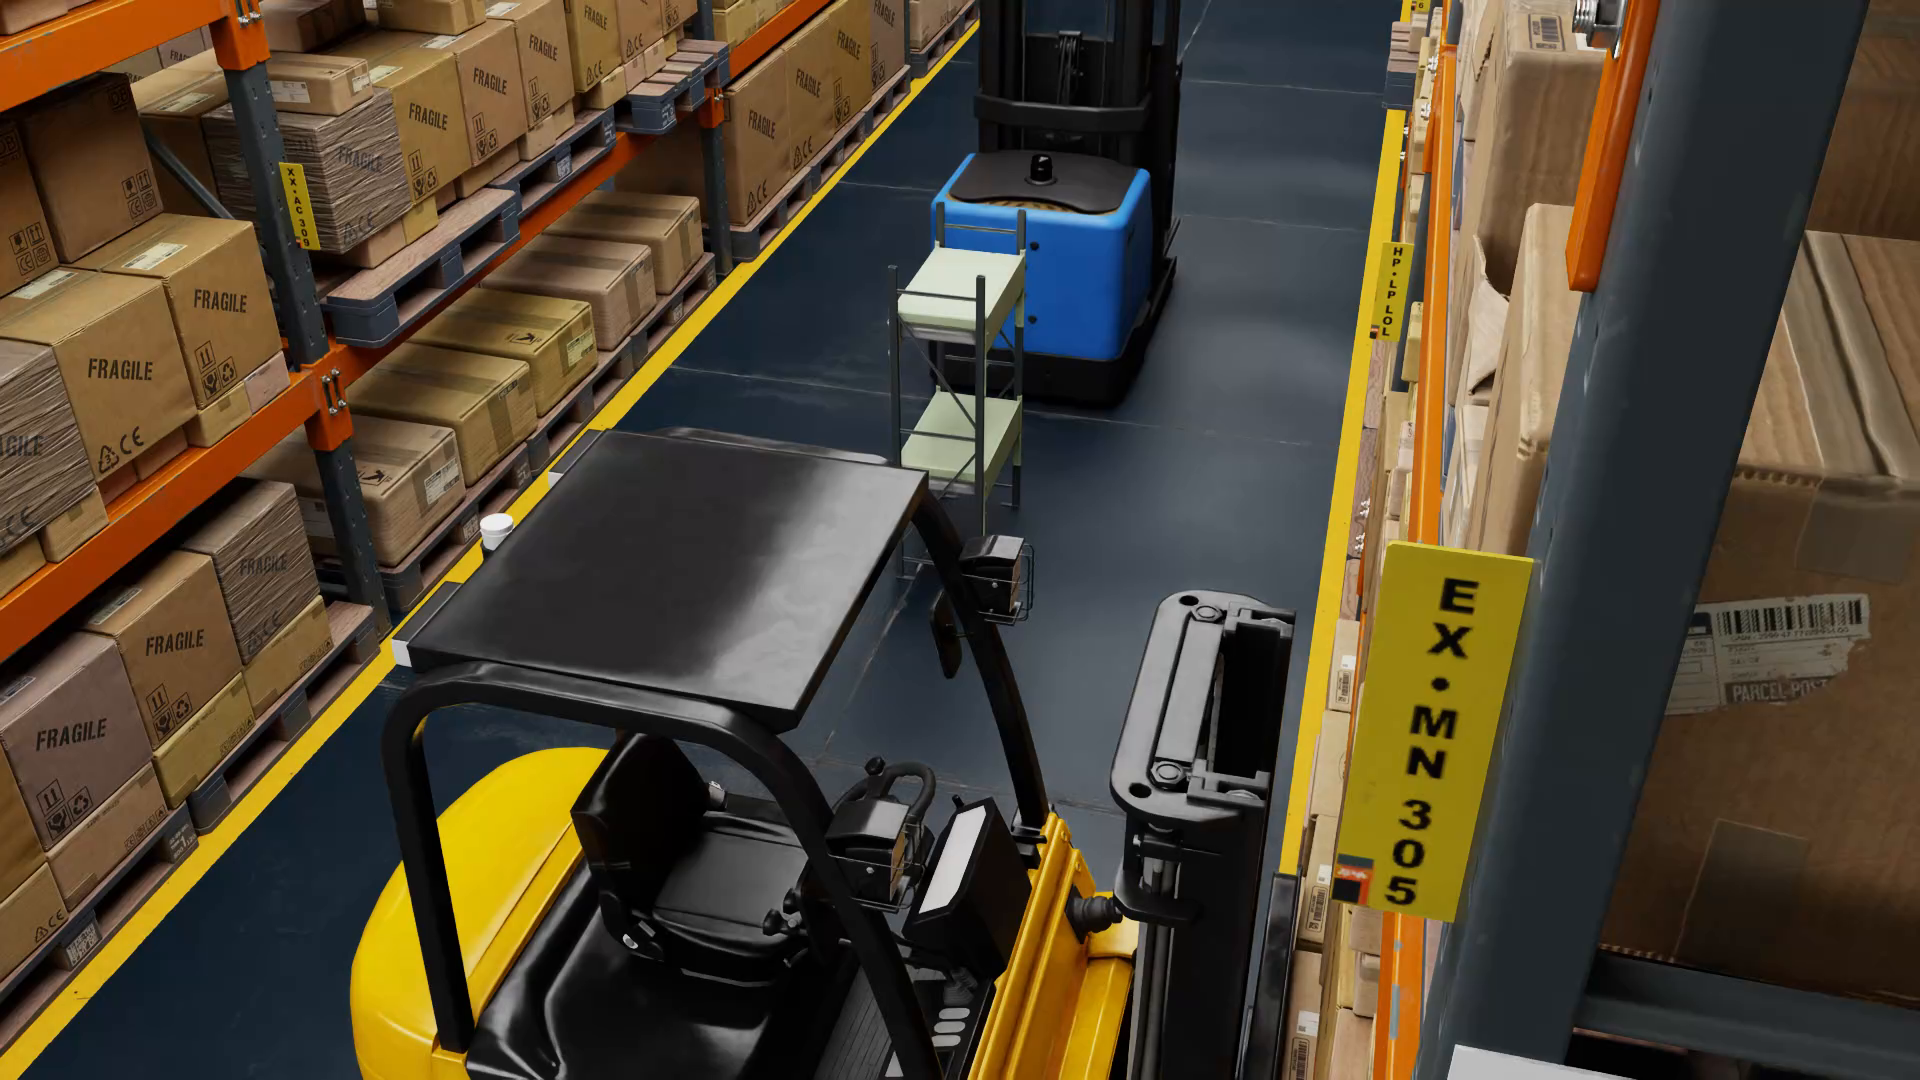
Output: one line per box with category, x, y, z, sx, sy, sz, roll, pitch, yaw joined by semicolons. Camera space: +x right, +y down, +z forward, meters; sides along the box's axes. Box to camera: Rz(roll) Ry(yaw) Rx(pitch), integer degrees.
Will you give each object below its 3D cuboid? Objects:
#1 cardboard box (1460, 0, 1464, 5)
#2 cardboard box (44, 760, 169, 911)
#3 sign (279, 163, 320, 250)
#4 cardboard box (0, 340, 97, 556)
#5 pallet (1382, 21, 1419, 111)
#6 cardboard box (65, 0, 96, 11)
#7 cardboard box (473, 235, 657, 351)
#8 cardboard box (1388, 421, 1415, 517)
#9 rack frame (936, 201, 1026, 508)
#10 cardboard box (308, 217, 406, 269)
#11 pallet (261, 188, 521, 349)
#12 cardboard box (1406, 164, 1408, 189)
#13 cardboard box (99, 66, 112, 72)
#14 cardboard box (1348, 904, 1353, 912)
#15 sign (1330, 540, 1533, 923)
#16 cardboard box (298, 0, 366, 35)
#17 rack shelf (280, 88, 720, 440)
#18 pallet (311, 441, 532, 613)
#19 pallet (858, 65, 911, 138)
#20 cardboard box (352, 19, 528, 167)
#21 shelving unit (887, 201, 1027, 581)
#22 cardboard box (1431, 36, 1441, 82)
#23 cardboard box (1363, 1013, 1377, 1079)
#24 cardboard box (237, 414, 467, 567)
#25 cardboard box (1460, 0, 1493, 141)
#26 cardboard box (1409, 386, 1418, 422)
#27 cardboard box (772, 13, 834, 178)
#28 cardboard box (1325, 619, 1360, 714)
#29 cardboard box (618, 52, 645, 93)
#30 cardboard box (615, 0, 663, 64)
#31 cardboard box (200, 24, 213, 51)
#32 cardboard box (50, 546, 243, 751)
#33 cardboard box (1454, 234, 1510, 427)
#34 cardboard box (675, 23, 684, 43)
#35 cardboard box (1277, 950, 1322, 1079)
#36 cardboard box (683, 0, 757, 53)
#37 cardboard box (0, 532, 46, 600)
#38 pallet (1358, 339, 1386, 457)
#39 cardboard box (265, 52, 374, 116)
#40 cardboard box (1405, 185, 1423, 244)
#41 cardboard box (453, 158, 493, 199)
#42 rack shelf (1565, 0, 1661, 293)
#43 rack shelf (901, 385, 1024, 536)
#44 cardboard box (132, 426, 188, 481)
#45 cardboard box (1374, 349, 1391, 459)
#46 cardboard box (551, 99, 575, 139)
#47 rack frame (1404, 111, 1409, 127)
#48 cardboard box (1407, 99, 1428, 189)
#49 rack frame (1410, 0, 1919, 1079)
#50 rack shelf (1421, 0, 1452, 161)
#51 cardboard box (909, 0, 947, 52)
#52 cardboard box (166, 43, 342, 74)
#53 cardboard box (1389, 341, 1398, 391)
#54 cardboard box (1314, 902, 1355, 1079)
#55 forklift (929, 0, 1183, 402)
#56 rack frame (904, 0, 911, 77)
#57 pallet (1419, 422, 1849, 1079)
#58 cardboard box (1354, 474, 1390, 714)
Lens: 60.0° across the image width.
cardboard box;1.461;-1.431;4.159;0.380;0.149;0.250;9;33;13
cardboard box;-3.083;0.950;5.631;0.500;0.250;0.500;9;33;13
sign;-2.407;-1.213;6.055;0.100;0.325;0.005;8;33;12
cardboard box;-3.057;-0.283;5.029;0.500;0.500;0.500;9;34;14
pallet;2.988;-2.600;9.222;1.213;0.211;1.003;8;33;12
cardboard box;-2.868;-1.753;5.150;0.380;0.149;0.250;8;33;13
cardboard box;-2.251;-1.386;9.192;0.950;0.372;0.625;7;33;11
cardboard box;1.301;-0.159;4.229;0.380;0.149;0.250;9;33;13
rack frame;0.091;-0.819;7.641;0.400;1.500;0.023;8;33;12
cardboard box;-2.488;-1.233;6.736;0.380;0.149;0.250;8;33;13
pallet;-2.599;-1.213;7.042;1.003;0.211;1.213;8;33;12
cardboard box;2.402;-1.799;7.923;0.500;0.250;0.500;7;33;11
cardboard box;-6.306;-3.069;11.721;0.500;0.500;0.500;7;33;10
cardboard box;0.972;0.629;3.267;0.380;0.149;0.250;8;33;13
sign;0.332;0.145;1.179;0.100;0.325;0.005;8;33;12
cardboard box;-2.826;-2.311;7.223;0.380;0.149;0.250;7;33;10
rack shelf;-2.426;-1.652;8.223;1.077;0.370;4.000;8;33;12
pallet;-2.738;-0.145;7.781;1.003;0.211;1.213;8;33;12
pallet;-1.026;-3.482;13.030;1.003;0.211;1.213;8;33;12
cardboard box;-2.272;-1.981;7.309;0.500;0.500;0.500;8;33;12
shelving unit;-0.002;-0.629;7.342;0.431;1.500;0.755;8;33;12
cardboard box;2.411;-2.235;7.771;0.380;0.149;0.250;9;34;14
cardboard box;0.813;0.904;2.557;0.380;0.149;0.250;9;33;13
cardboard box;-2.803;-0.258;7.418;0.950;0.372;0.625;8;33;13
cardboard box;1.198;-0.943;3.283;0.396;0.266;0.258;7;33;11
cardboard box;1.469;-0.295;4.721;0.380;0.149;0.250;9;33;14
cardboard box;-1.433;-3.083;11.393;0.875;0.875;0.875;8;33;13
cardboard box;1.442;0.526;5.367;0.500;0.250;0.500;8;33;12
cardboard box;-1.865;-2.447;8.646;0.380;0.149;0.250;6;33;10
cardboard box;-1.886;-2.795;8.588;0.500;0.500;0.500;7;33;12
cardboard box;-5.926;-3.863;12.969;0.500;0.500;0.500;7;33;11
cardboard box;-2.952;0.357;5.865;0.500;0.500;0.500;9;33;13
cardboard box;0.834;-0.200;2.113;0.396;0.266;0.258;8;33;13
cardboard box;-1.774;-2.862;9.299;0.380;0.149;0.250;9;34;14
cardboard box;1.047;1.321;4.116;0.500;0.250;0.500;7;33;11
cardboard box;-1.551;-3.150;10.048;0.500;0.250;0.500;7;33;12
cardboard box;-3.069;0.053;5.105;0.380;0.149;0.250;7;33;12
pallet;2.637;-0.721;8.687;1.003;0.211;1.213;8;33;12
cardboard box;-2.472;-1.732;6.312;0.380;0.149;0.250;8;33;12
cardboard box;1.840;-1.178;6.109;0.380;0.149;0.250;7;33;11
cardboard box;-2.312;-1.646;7.386;0.380;0.149;0.250;9;33;13
rack shelf;1.361;-1.265;2.396;1.077;0.370;4.000;8;33;12
rack shelf;-0.002;-0.354;7.517;0.431;0.370;0.720;8;33;12
cardboard box;-2.919;-0.348;5.736;0.380;0.149;0.250;8;33;13
cardboard box;1.743;-0.478;5.845;0.500;0.250;0.500;9;33;13
cardboard box;-2.091;-2.048;8.018;0.380;0.149;0.250;7;33;11
rack frame;3.899;-4.395;11.868;1.000;3.000;0.127;8;33;12
cardboard box;2.256;-1.741;7.367;0.500;0.250;0.500;7;33;11
rack frame;0.850;-0.700;0.464;0.949;2.616;0.053;8;33;12
rack shelf;2.376;-2.244;6.358;1.077;0.370;4.000;8;33;12
cardboard box;-0.640;-4.476;13.992;0.875;0.438;0.875;8;33;12
cardboard box;-2.914;-1.791;7.009;0.500;0.500;0.500;8;33;13
cardboard box;1.746;-0.681;5.699;0.500;0.250;0.500;7;33;11
cardboard box;0.994;0.965;3.343;0.500;0.500;0.500;7;33;11
forklift;0.707;-2.749;9.342;1.130;2.935;3.031;8;33;13
rack frame;-0.904;-5.069;12.928;1.000;3.000;0.127;8;33;12
pallet;1.058;0.240;1.863;1.003;0.211;1.213;8;33;12
cardboard box;1.387;0.181;4.576;0.500;0.500;0.500;9;33;13
